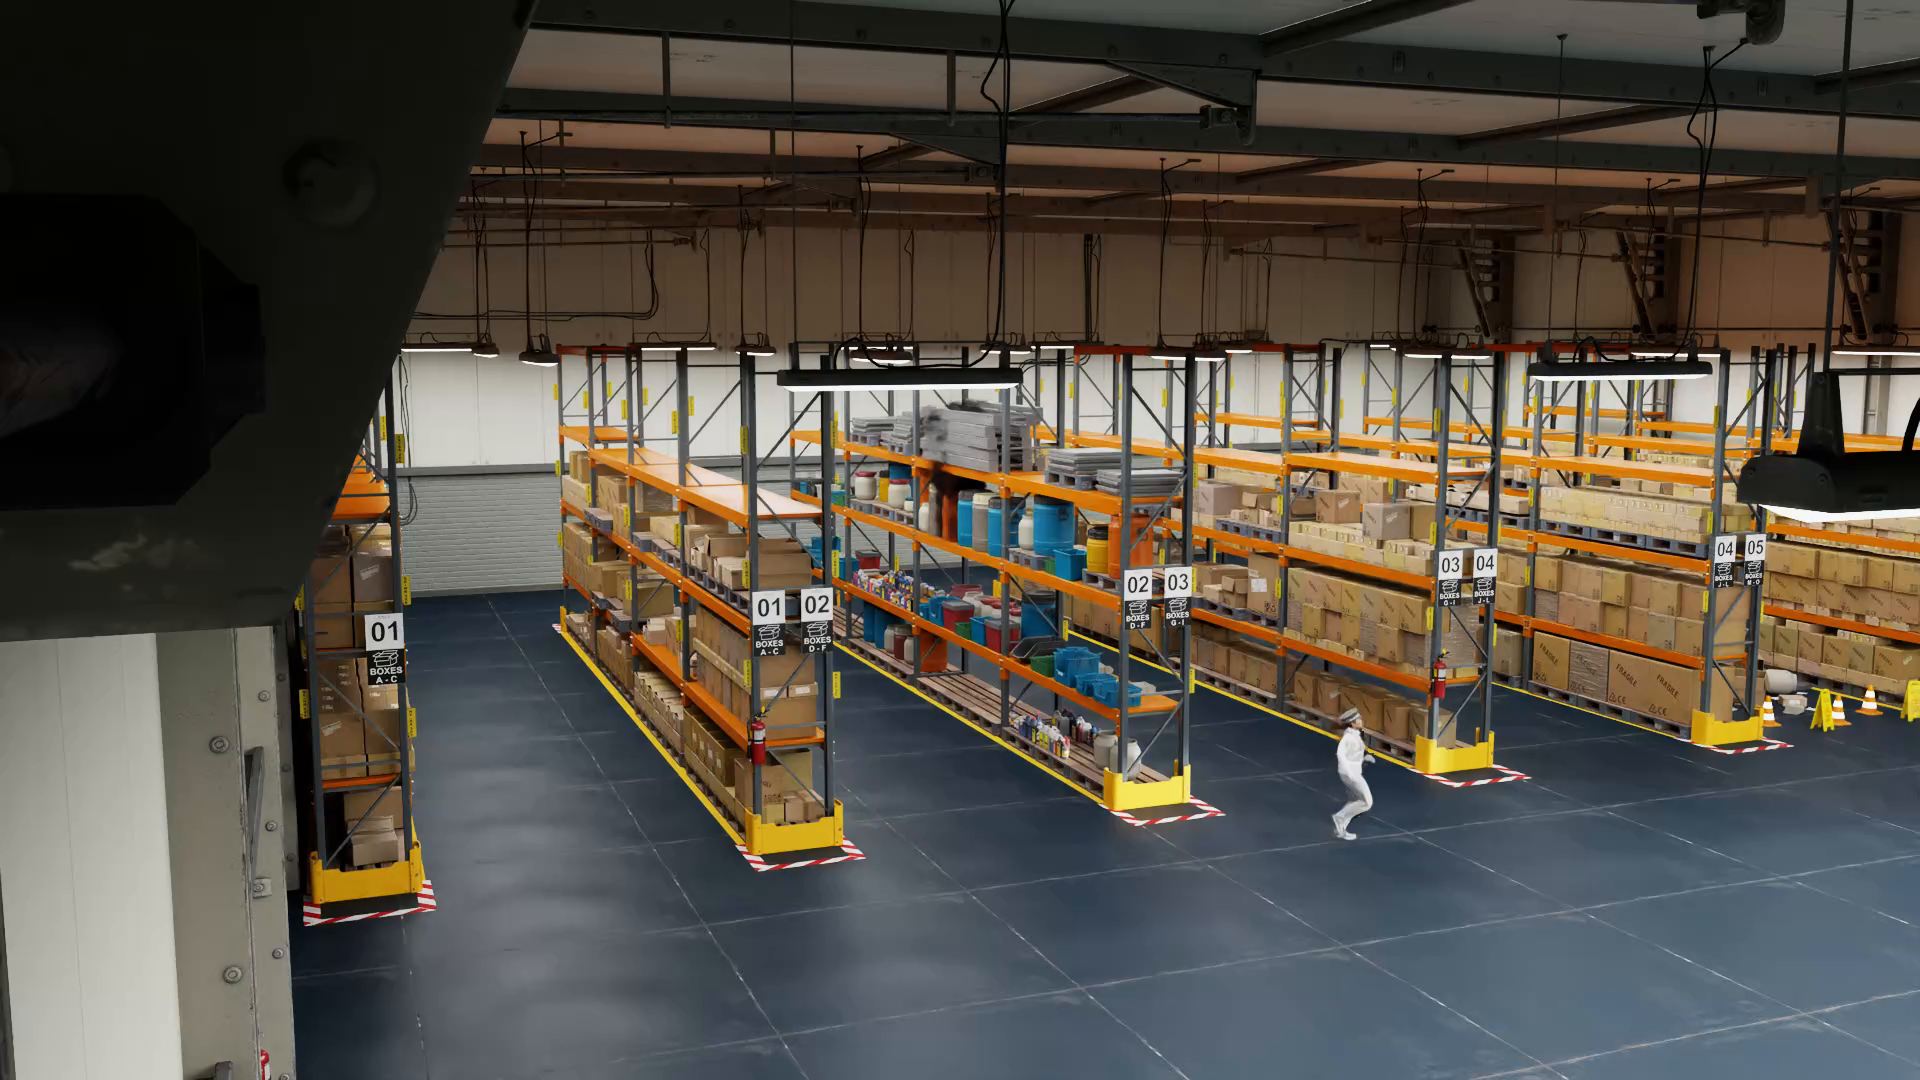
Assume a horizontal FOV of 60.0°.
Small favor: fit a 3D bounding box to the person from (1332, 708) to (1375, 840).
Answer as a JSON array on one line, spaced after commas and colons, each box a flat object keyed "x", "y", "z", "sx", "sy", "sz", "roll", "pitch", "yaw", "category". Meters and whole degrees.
[{"x": 4.880, "y": 2.895, "z": 20.596, "sx": 0.509, "sy": 1.669, "sz": 0.662, "roll": 1, "pitch": 7, "yaw": 11, "category": "person"}]
